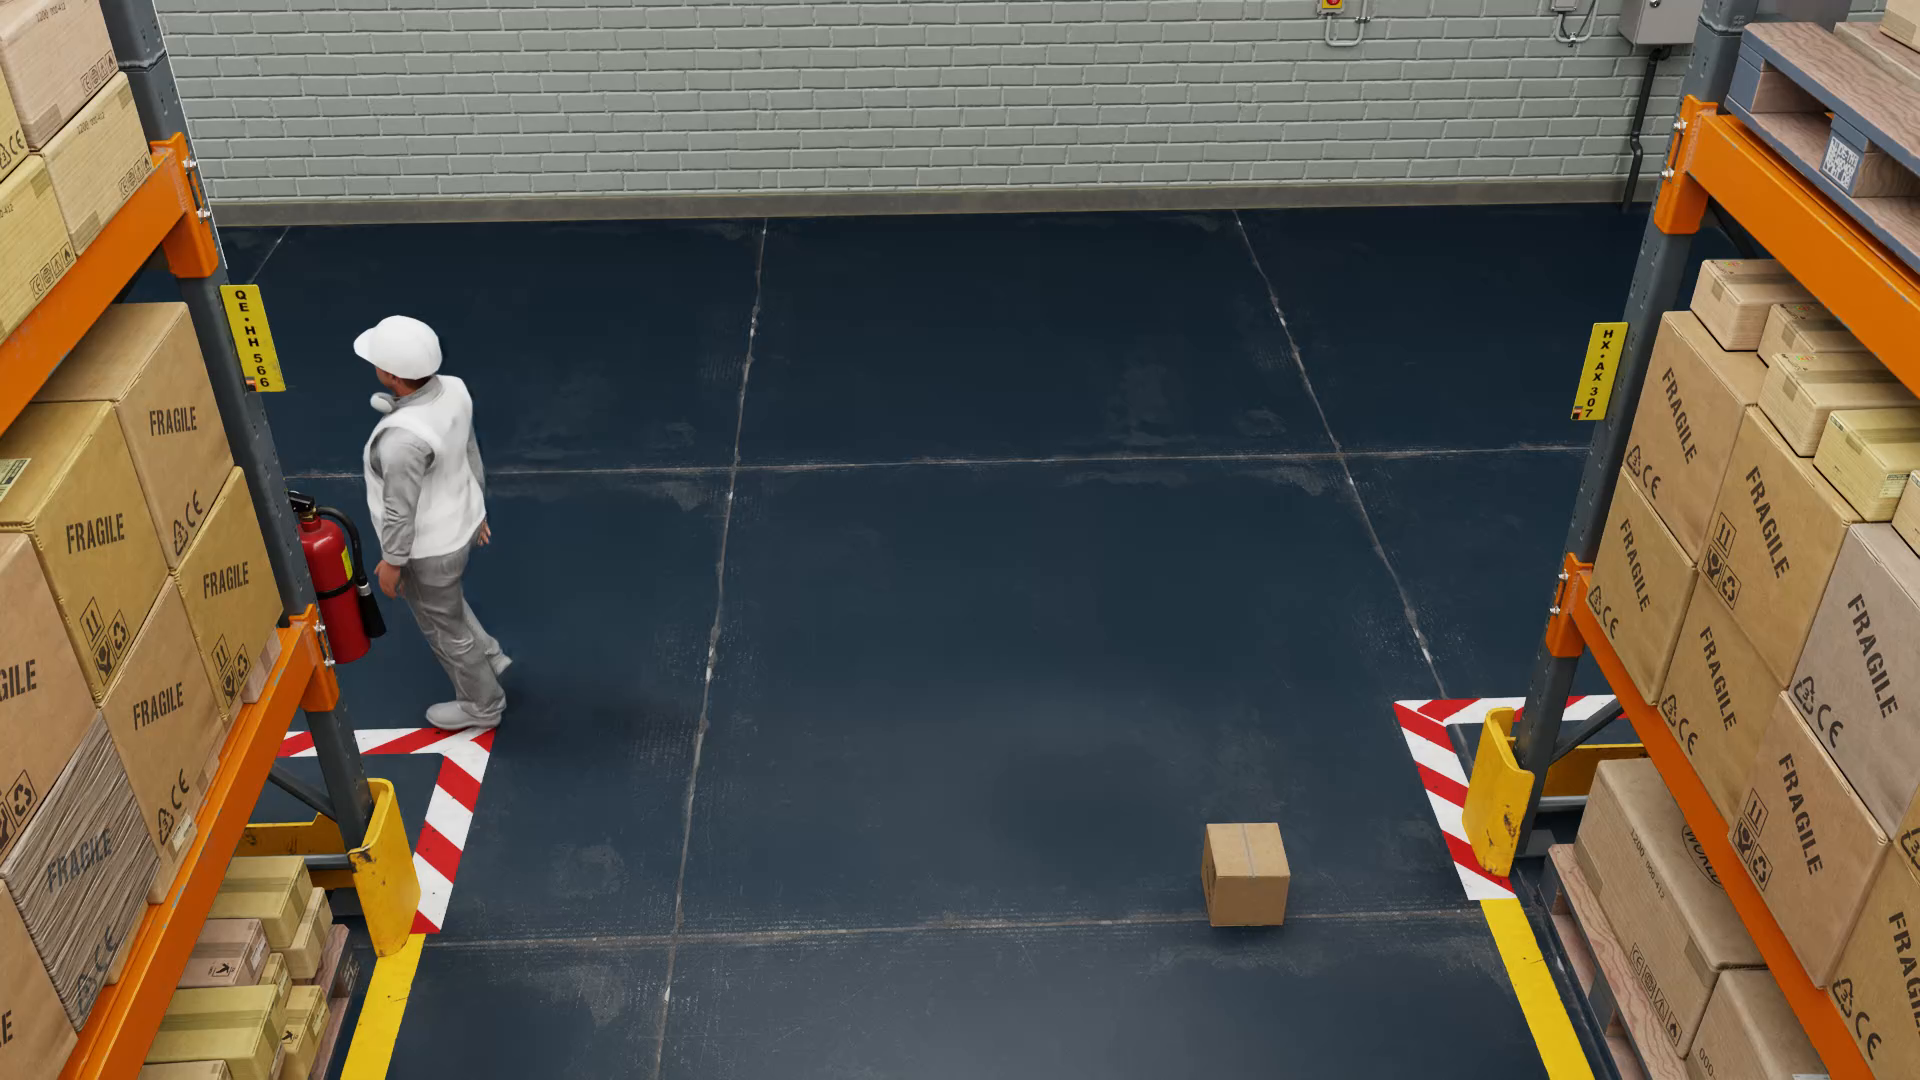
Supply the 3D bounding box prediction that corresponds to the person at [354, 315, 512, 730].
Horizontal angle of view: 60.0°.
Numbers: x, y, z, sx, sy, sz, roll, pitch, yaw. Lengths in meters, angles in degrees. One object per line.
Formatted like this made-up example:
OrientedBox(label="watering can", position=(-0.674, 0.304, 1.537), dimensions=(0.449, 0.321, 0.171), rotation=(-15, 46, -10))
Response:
OrientedBox(label="person", position=(-1.988, -0.027, 6.143), dimensions=(0.454, 1.797, 0.536), rotation=(4, 35, 5))
